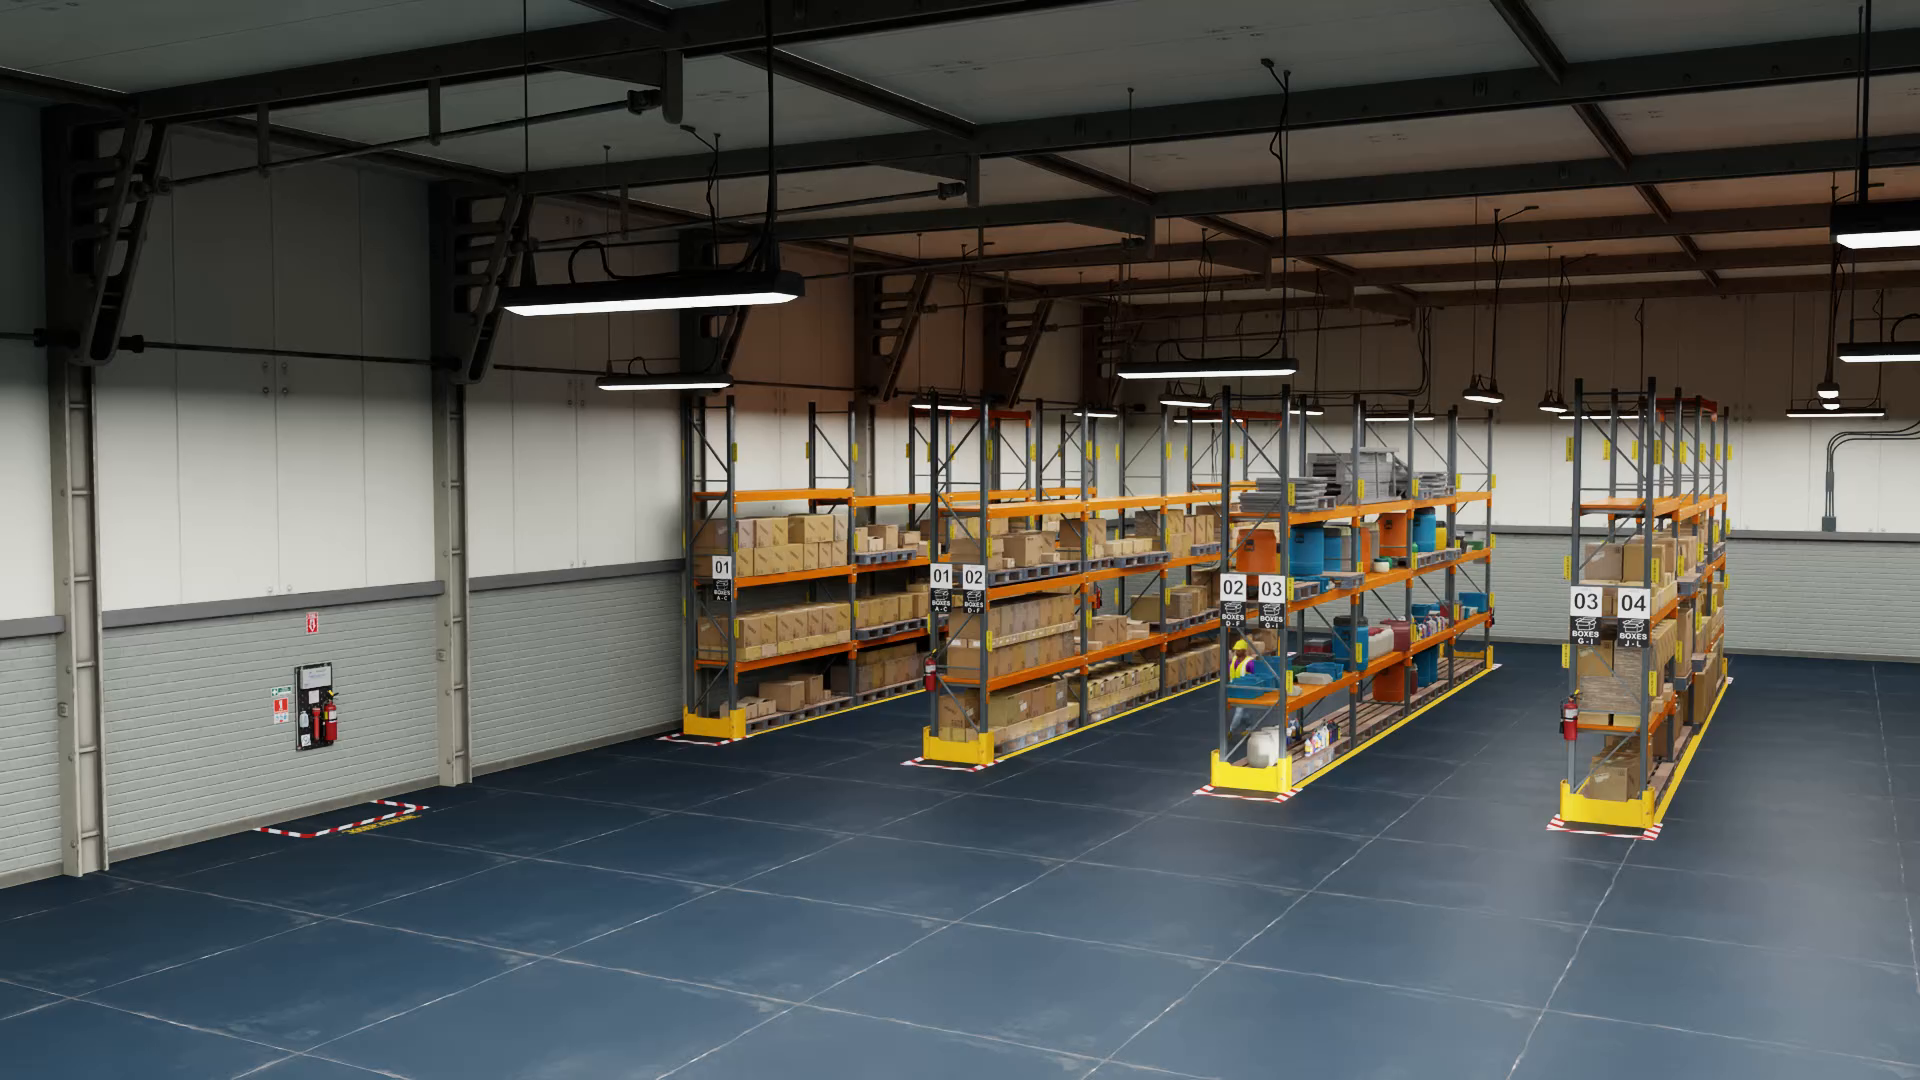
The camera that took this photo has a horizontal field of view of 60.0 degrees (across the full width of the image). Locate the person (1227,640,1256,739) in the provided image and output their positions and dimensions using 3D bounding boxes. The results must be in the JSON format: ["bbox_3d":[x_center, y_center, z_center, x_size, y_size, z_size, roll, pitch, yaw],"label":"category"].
[{"bbox_3d":[4.811,2.600,28.936,1.046,1.702,0.597,-2,4,-32],"label":"person"}]
